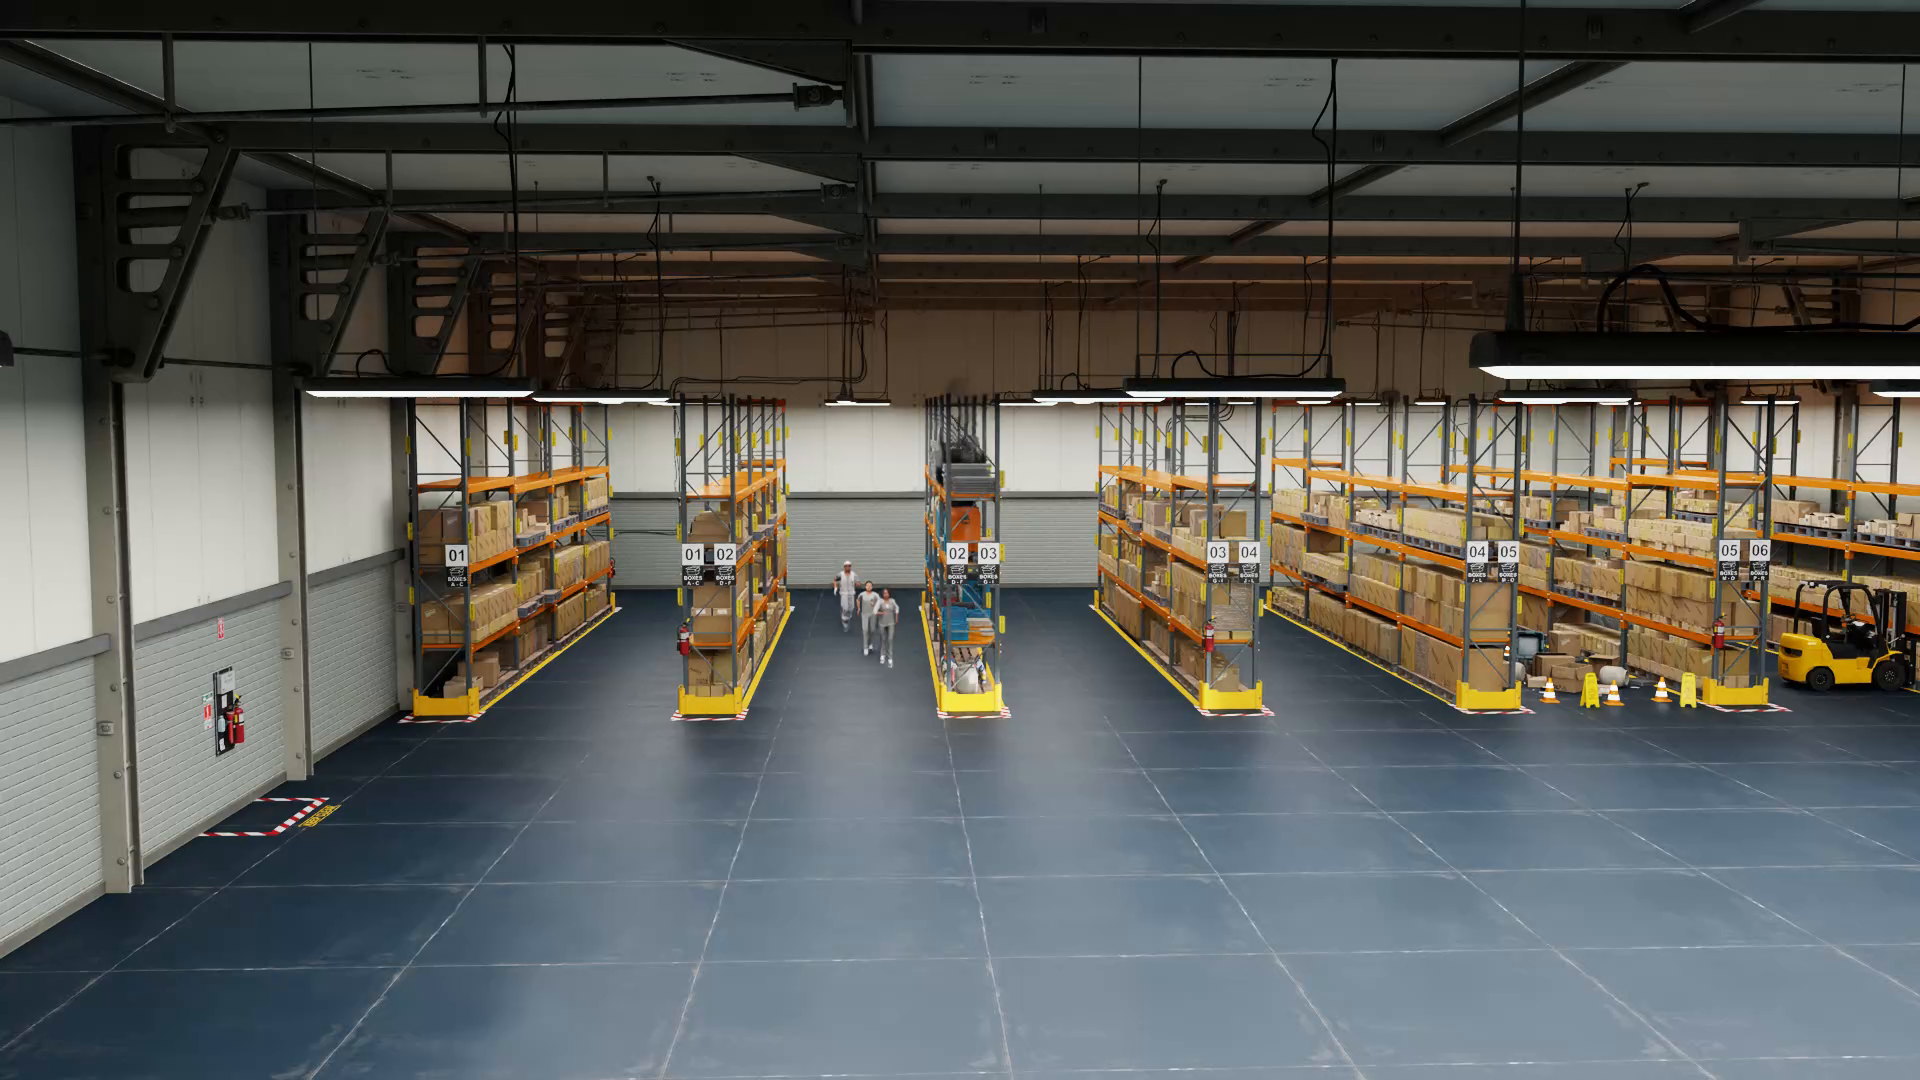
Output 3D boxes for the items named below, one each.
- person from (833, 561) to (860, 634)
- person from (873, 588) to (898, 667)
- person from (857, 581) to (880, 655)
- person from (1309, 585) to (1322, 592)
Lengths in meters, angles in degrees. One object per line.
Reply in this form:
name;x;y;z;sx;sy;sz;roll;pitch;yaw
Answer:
person;-2.895;1.456;42.650;0.646;1.847;0.796;-1;5;-18
person;-1.569;1.833;35.233;0.565;1.646;0.724;-1;5;-9
person;-2.131;1.790;38.868;0.553;1.682;0.907;0;5;-4
person;10.476;1.009;49.184;0.691;1.641;0.568;0;5;-4
